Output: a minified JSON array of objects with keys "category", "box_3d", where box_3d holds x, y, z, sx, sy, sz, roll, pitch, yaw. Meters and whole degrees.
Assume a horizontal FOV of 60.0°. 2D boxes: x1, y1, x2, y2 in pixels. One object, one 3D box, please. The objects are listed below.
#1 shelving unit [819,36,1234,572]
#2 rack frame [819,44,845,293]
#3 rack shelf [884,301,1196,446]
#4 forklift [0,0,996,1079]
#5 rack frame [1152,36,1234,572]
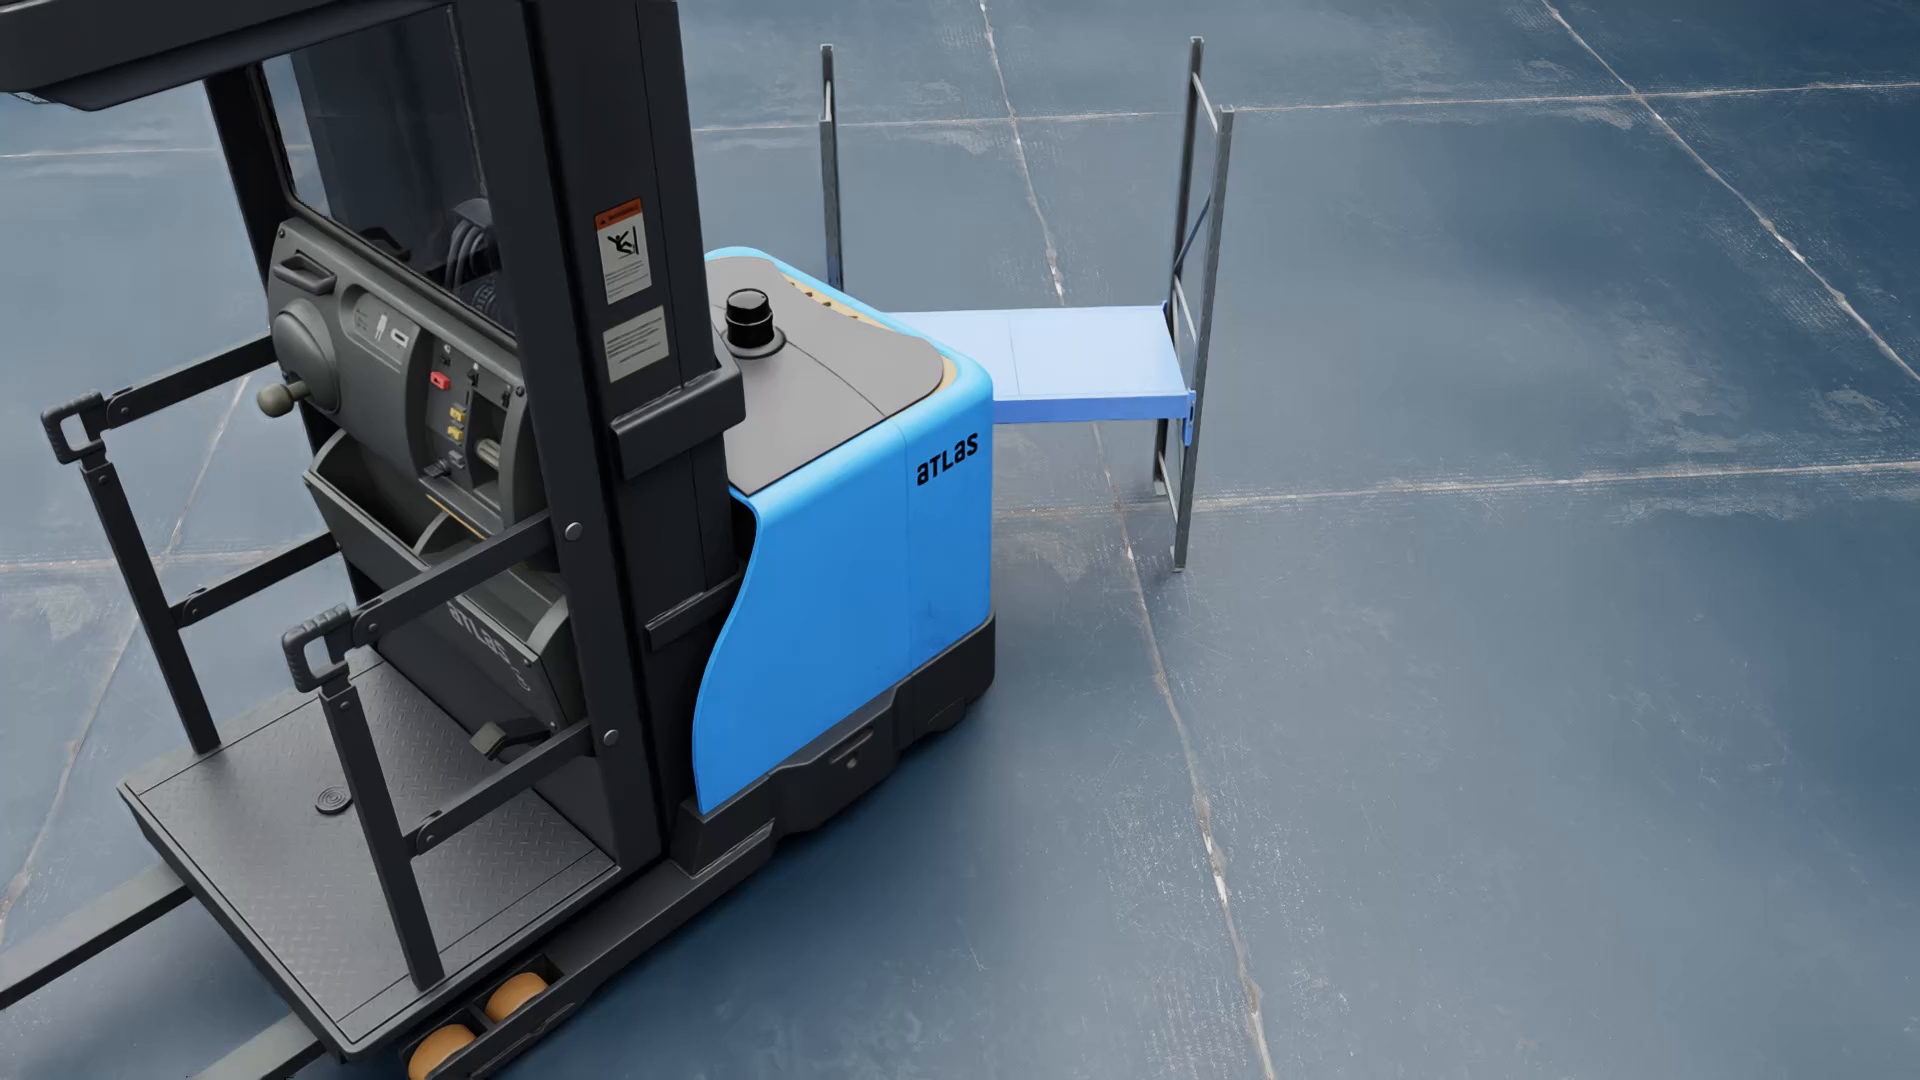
[{"category":"shelving unit","box_3d":[0.157,-0.629,4.837,1.048,1.500,0.538,-2,38,-2]},{"category":"rack frame","box_3d":[-0.350,-0.612,4.815,0.032,1.500,0.500,-2,38,-2]},{"category":"rack shelf","box_3d":[0.157,-0.488,4.948,1.000,0.185,0.538,-2,38,-2]},{"category":"forklift","box_3d":[-1.288,-0.274,3.231,1.130,2.935,3.031,31,48,33]},{"category":"rack frame","box_3d":[0.665,-0.647,4.859,0.032,1.500,0.500,-2,38,-2]}]
